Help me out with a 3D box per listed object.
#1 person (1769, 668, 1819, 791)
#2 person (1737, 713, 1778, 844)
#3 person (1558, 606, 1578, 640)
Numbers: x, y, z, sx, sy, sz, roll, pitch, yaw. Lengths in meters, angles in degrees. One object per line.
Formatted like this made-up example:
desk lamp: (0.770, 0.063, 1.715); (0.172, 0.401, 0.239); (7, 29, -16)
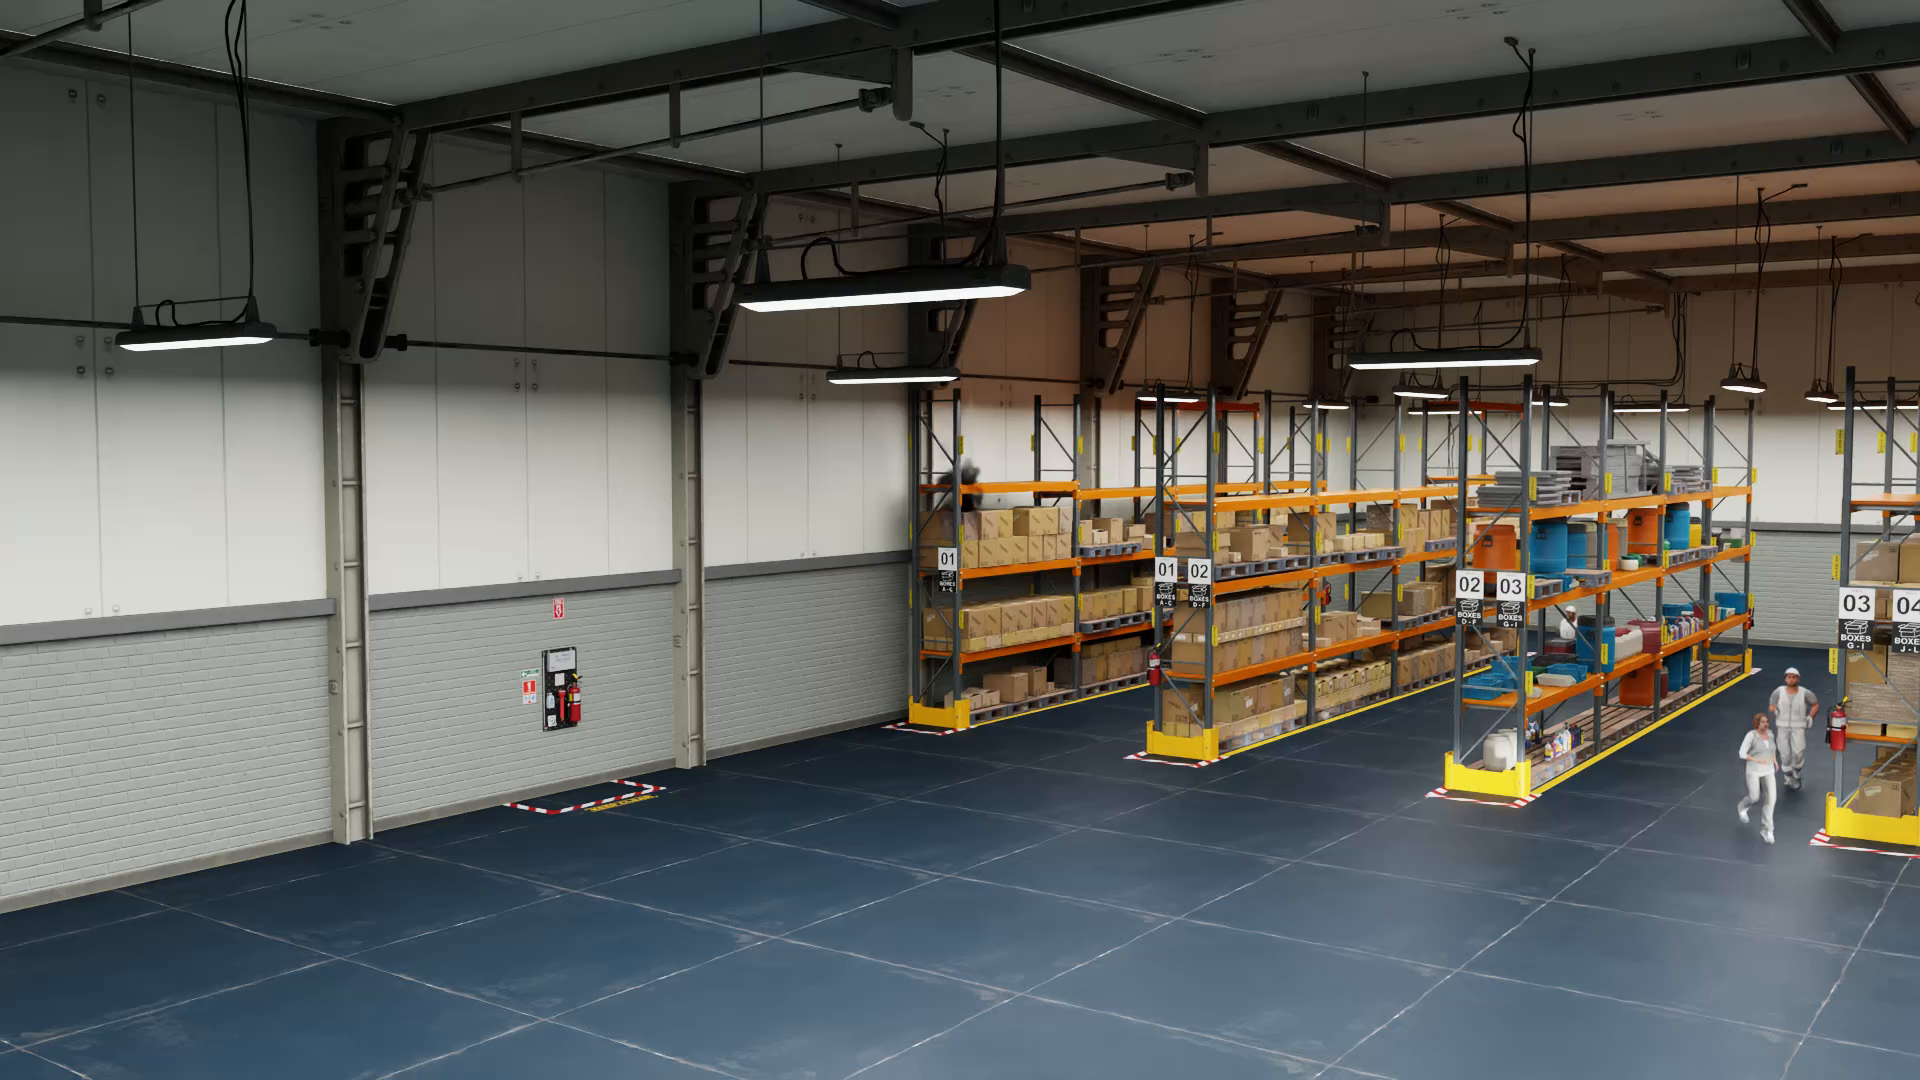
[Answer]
person: (12.033, 2.742, 24.060); (0.636, 1.772, 0.626); (2, 4, 33)
person: (10.212, 3.009, 21.285); (0.571, 1.628, 0.839); (0, 3, -5)
person: (12.379, 2.214, 33.618); (0.689, 1.768, 0.856); (3, 4, 40)
